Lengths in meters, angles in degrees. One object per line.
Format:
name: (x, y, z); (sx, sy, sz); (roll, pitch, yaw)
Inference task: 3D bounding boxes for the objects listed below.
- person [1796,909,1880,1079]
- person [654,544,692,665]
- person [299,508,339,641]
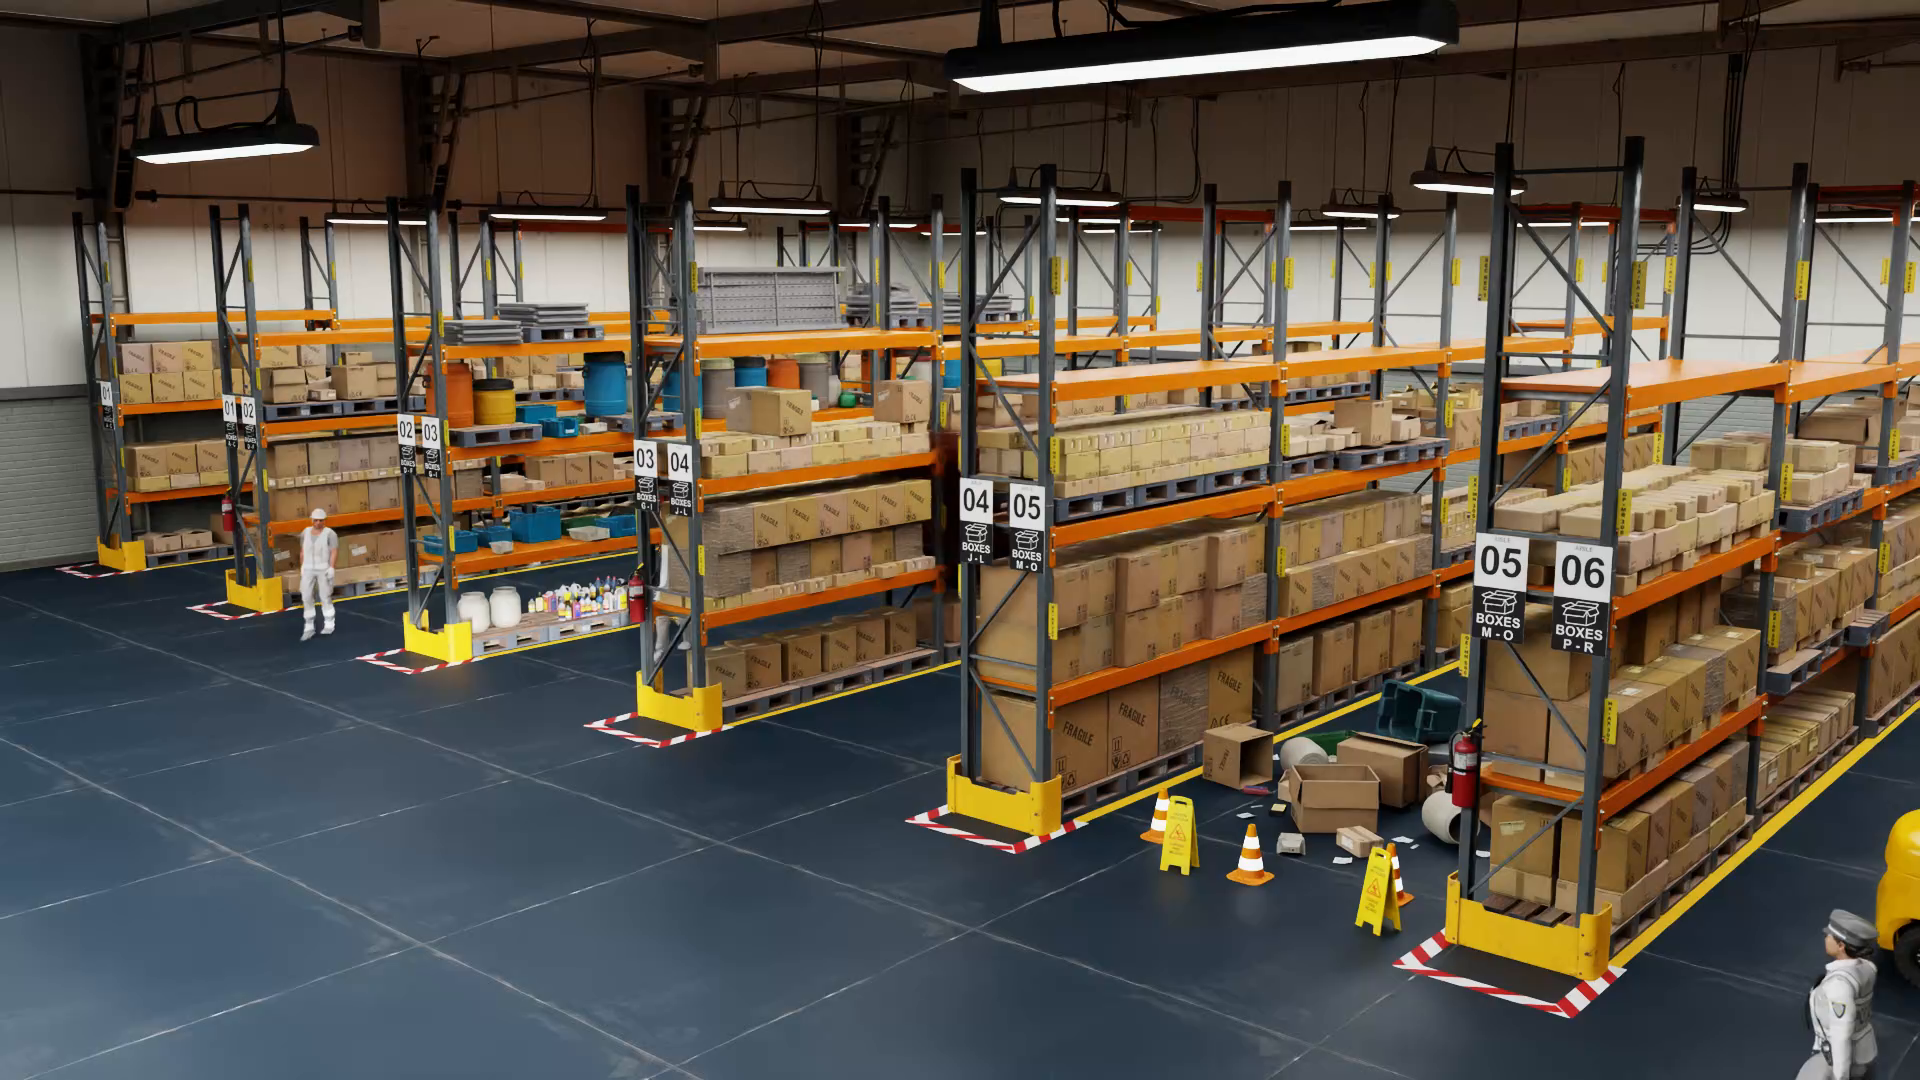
person: (4.896, 2.853, 9.147); (0.970, 1.638, 0.486); (9, 13, 43)
person: (-3.636, 0.653, 21.098); (0.617, 1.785, 0.745); (3, 10, 18)
person: (-8.945, 0.480, 23.116); (0.565, 1.837, 0.586); (0, 9, -1)
